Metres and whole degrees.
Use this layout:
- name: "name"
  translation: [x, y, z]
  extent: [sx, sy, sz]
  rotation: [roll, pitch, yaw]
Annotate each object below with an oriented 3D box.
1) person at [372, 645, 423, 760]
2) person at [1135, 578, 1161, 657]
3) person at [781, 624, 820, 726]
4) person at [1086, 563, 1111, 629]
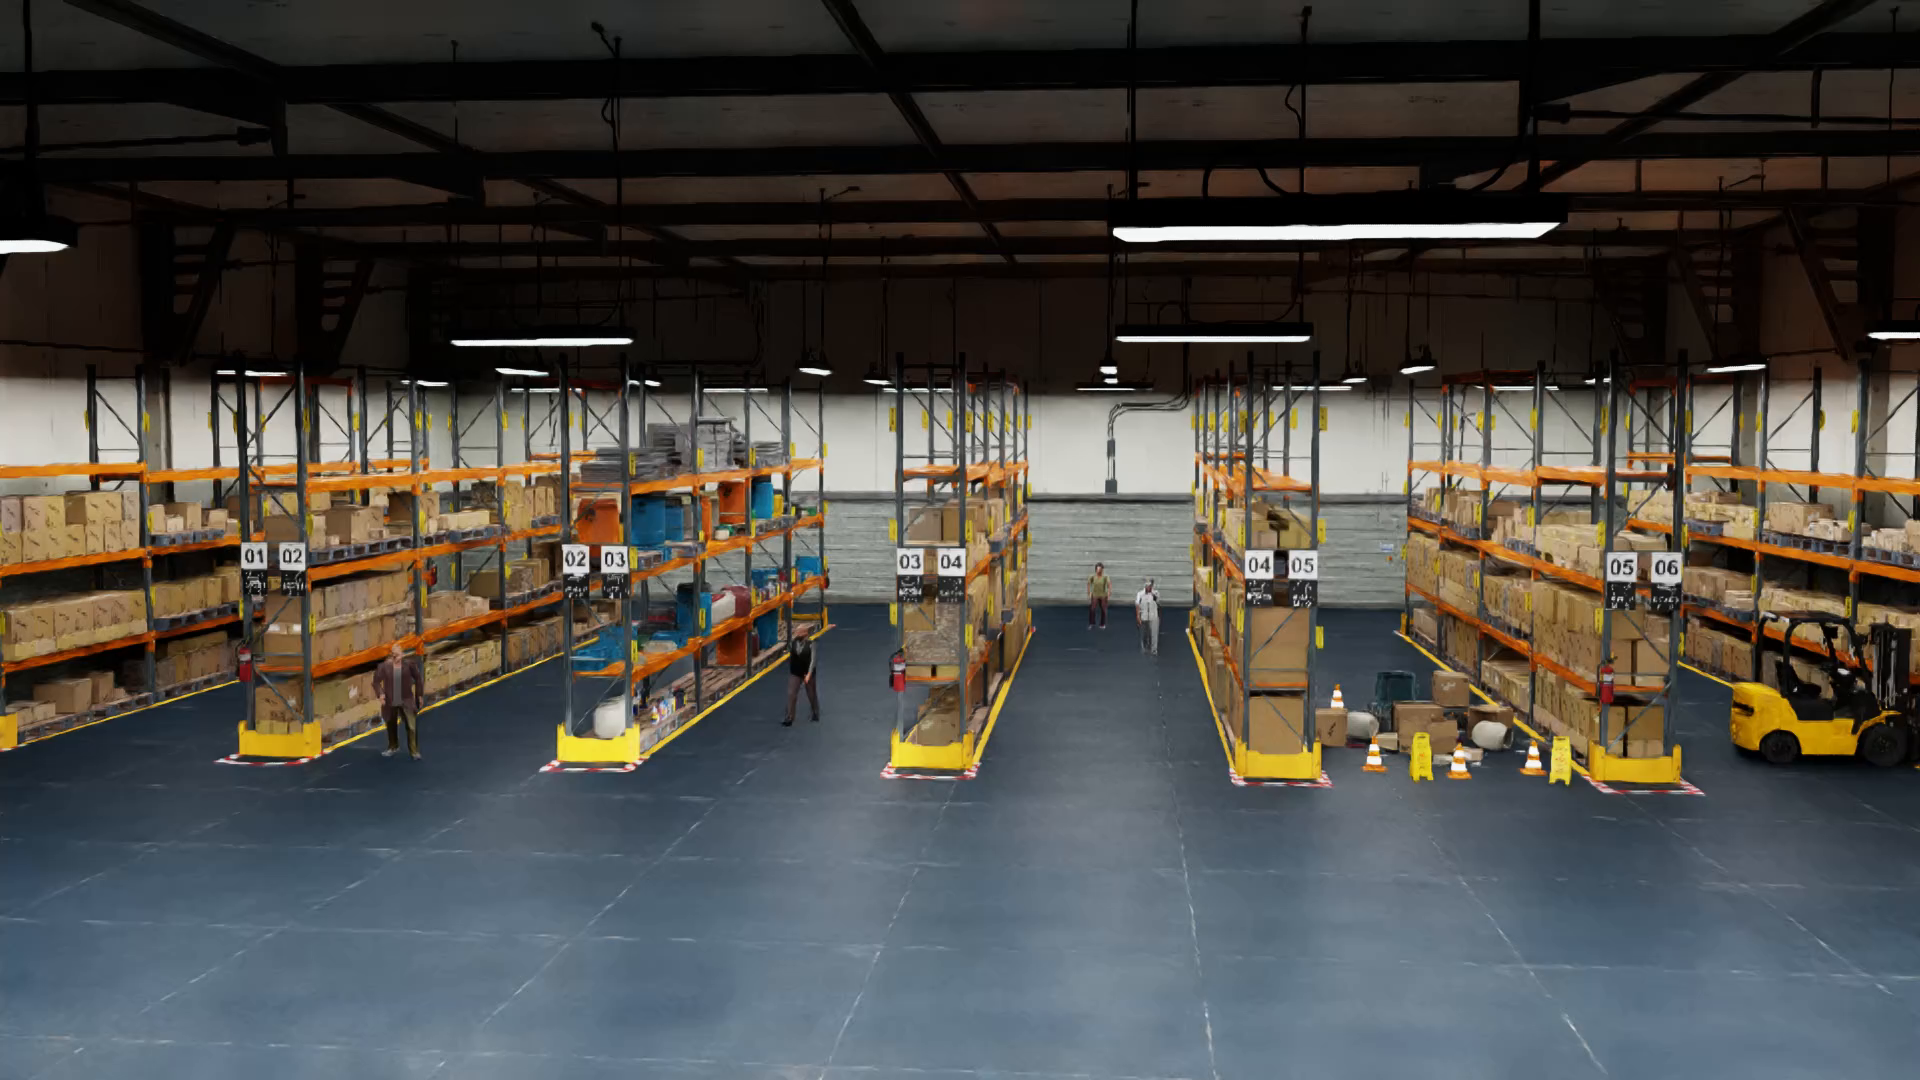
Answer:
- name: "person"
  translation: [-8.308, 2.385, 24.637]
  extent: [0.724, 1.710, 0.900]
  rotation: [-1, 4, -11]
- name: "person"
  translation: [4.005, 1.631, 35.435]
  extent: [0.542, 1.675, 1.126]
  rotation: [1, 4, 8]
- name: "person"
  translation: [-2.589, 2.214, 27.436]
  extent: [0.539, 1.665, 1.031]
  rotation: [1, 4, 14]
- name: "person"
  translation: [3.349, 1.351, 40.122]
  extent: [0.598, 1.619, 0.507]
  rotation: [0, 4, 3]
